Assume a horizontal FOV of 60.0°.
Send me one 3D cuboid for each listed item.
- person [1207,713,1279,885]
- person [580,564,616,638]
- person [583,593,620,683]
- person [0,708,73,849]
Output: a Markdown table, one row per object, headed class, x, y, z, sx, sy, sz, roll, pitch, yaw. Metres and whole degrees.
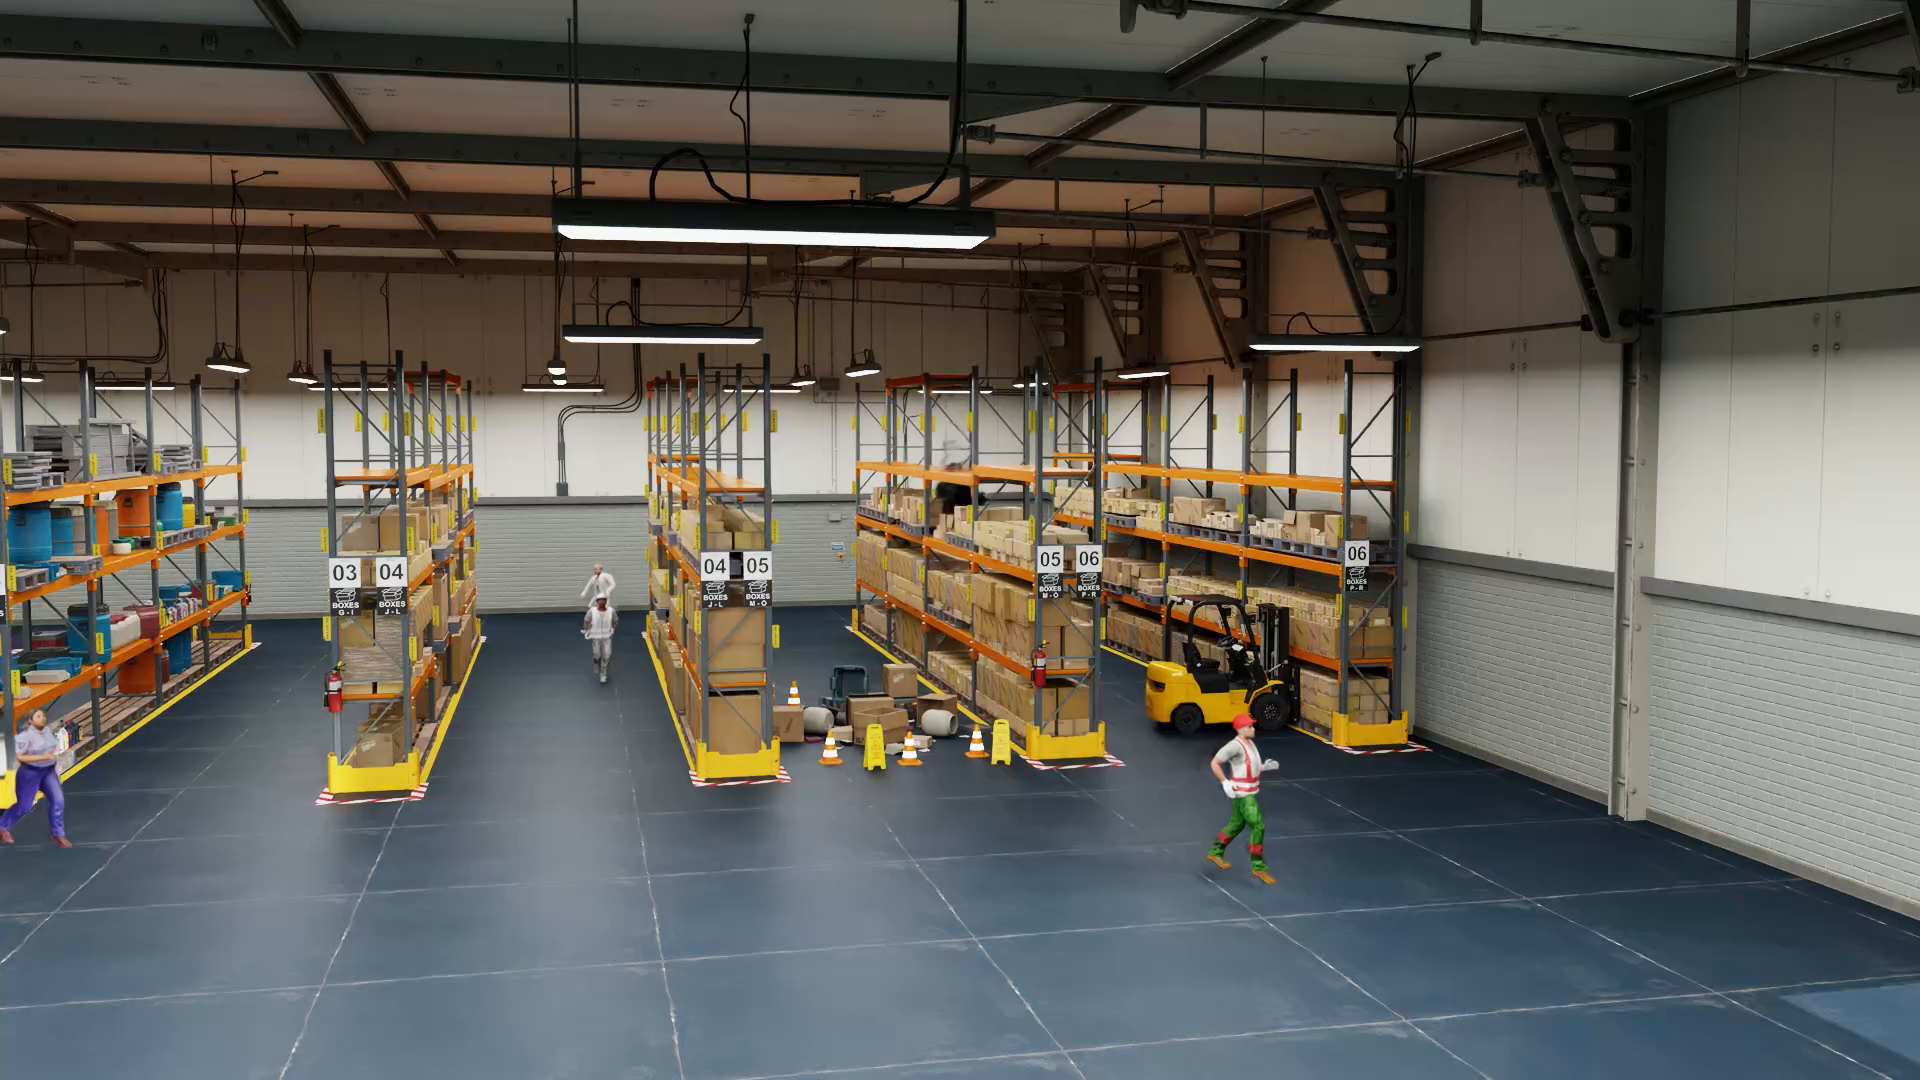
| class | x | y | z | sx | sy | sz | roll | pitch | yaw |
| --- | --- | --- | --- | --- | --- | --- | --- | --- | --- |
| person | 3.107 | 2.820 | 18.284 | 0.852 | 1.835 | 0.651 | 2 | 4 | 26 |
| person | -8.614 | 1.428 | 39.230 | 0.987 | 1.728 | 0.676 | 2 | 4 | 27 |
| person | -6.942 | 1.894 | 32.259 | 0.686 | 1.733 | 0.599 | -1 | 4 | -16 |
| person | -10.964 | 2.831 | 19.689 | 0.922 | 1.662 | 0.614 | 1 | 4 | 19 |
